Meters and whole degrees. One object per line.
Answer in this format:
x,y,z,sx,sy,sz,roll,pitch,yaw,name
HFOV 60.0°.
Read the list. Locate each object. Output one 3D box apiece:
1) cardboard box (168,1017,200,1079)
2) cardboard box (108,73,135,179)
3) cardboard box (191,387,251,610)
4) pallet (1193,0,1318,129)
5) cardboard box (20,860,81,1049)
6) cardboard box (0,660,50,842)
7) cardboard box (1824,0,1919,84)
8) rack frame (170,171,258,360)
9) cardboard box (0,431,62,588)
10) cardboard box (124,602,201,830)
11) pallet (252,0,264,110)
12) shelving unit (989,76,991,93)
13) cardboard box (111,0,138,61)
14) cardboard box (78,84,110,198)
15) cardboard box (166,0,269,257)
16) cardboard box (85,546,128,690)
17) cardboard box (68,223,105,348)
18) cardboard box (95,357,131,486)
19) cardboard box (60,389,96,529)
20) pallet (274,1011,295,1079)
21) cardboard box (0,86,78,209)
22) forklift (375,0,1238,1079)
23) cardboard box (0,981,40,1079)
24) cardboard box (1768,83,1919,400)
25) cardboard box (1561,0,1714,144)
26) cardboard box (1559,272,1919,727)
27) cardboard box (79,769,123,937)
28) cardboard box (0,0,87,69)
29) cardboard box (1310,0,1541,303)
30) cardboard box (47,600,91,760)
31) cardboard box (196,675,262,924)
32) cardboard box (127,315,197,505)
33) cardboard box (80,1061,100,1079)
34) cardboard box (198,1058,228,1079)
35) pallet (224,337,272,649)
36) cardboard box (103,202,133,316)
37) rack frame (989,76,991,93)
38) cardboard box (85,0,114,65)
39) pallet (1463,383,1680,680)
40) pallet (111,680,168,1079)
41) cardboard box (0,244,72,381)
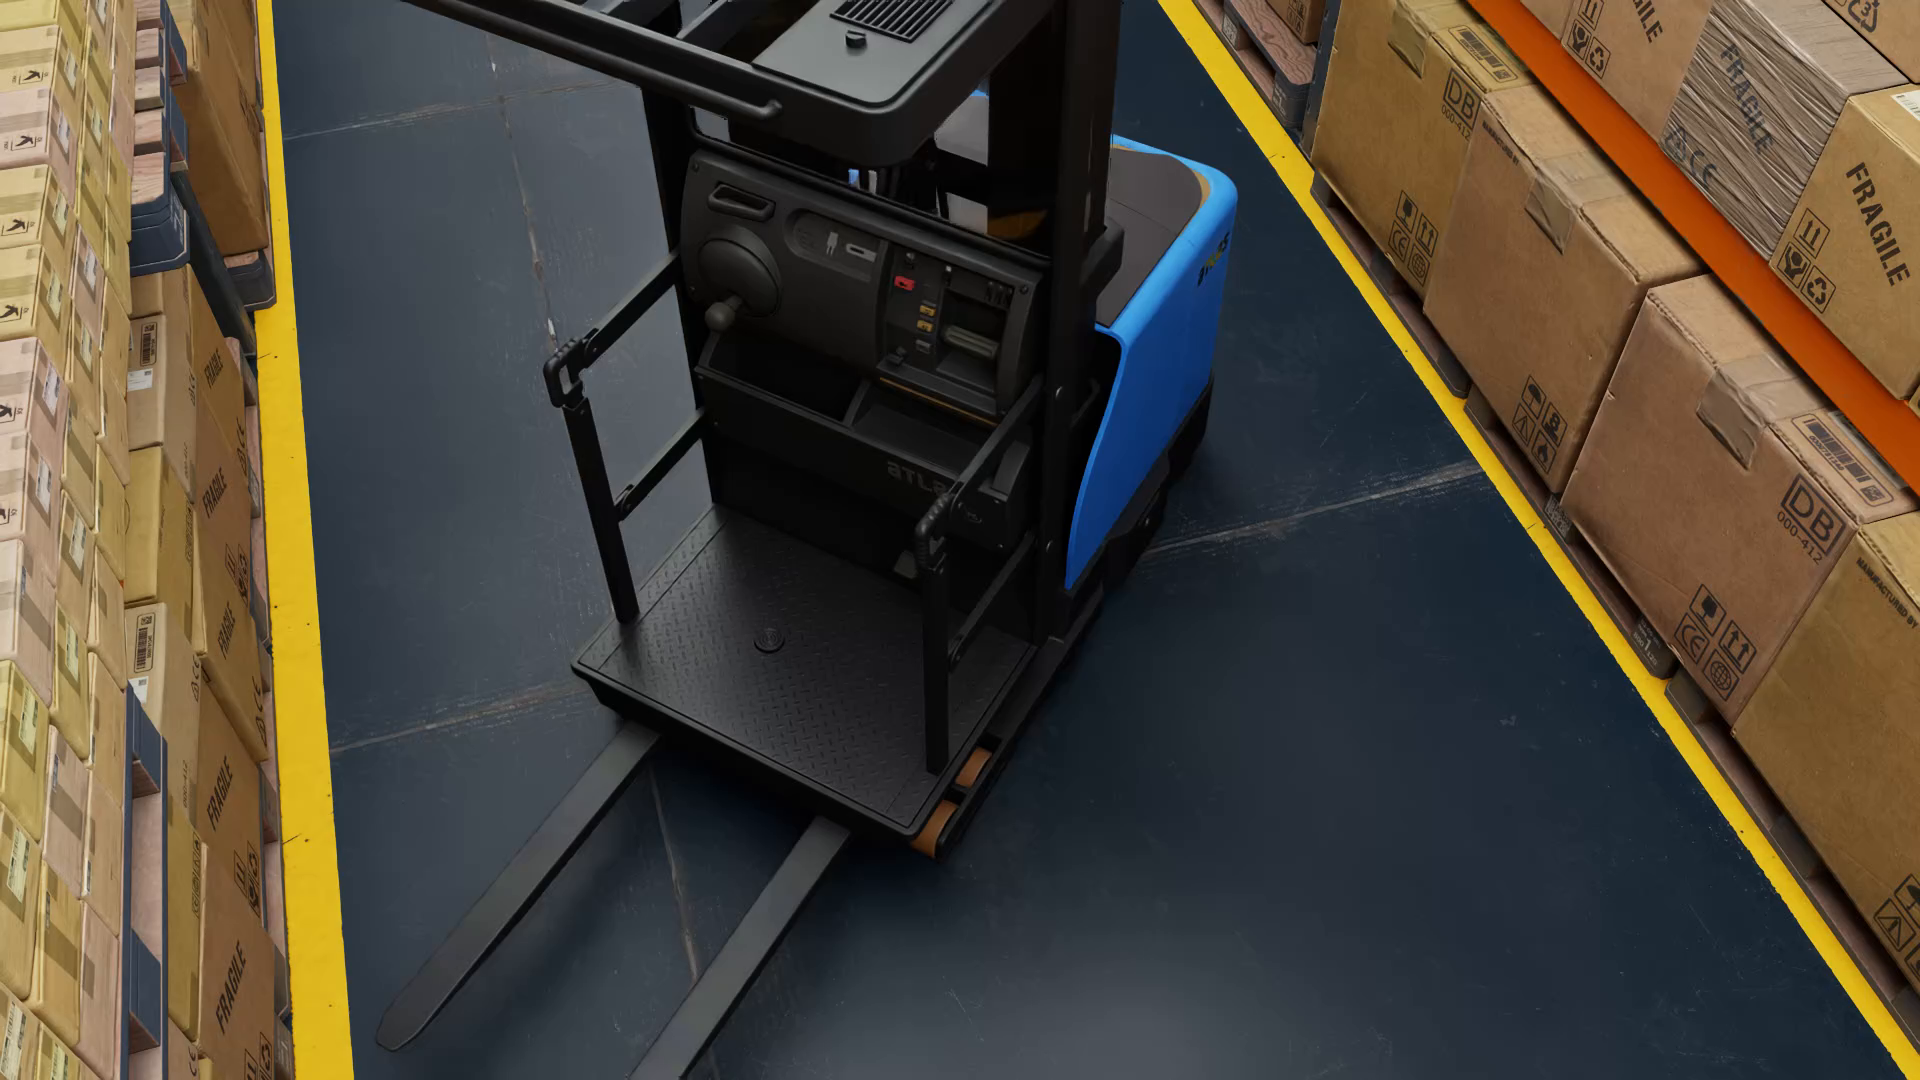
-1.724,1.216,3.133,0.500,0.250,0.500,-15,52,-13,cardboard box
-2.207,-0.964,3.990,0.380,0.149,0.250,-13,51,-10,cardboard box
-2.346,-0.063,4.702,0.500,0.500,0.500,-11,51,-10,cardboard box
1.598,-2.255,7.013,1.003,0.211,1.213,-13,51,-11,pallet
-1.513,0.656,2.430,0.380,0.149,0.250,-14,51,-12,cardboard box
-1.596,0.359,2.486,0.380,0.149,0.250,-13,51,-11,cardboard box
2.423,-1.436,3.777,0.797,0.503,0.637,-12,51,-10,cardboard box
-2.940,-1.535,4.582,1.000,3.000,0.127,-13,51,-11,rack frame
-1.744,-0.011,2.798,0.380,0.149,0.250,-14,51,-11,cardboard box
-2.030,0.454,3.775,0.500,0.250,0.500,-12,51,-10,cardboard box
-3.459,-2.119,6.898,1.003,0.211,1.213,-13,51,-11,pallet
-0.024,-1.122,5.607,0.210,0.900,0.258,9,50,7,shelving unit
-2.355,-1.333,4.302,0.380,0.149,0.250,-13,51,-10,cardboard box
-2.125,-0.858,3.707,0.380,0.149,0.250,-13,51,-11,cardboard box
-3.034,-1.410,5.674,1.050,0.750,0.750,-14,51,-11,cardboard box
-1.741,0.186,3.021,0.380,0.149,0.250,-15,52,-13,cardboard box
-1.976,-0.486,3.393,0.380,0.149,0.250,-12,51,-10,cardboard box
-1.897,-0.197,3.344,0.380,0.149,0.250,-15,52,-13,cardboard box
-1.827,-0.113,3.078,0.380,0.149,0.250,-14,51,-12,cardboard box
-1.989,1.717,3.664,1.003,0.211,1.213,-13,51,-11,pallet
-2.060,-0.780,3.446,0.380,0.149,0.250,-13,51,-11,cardboard box
-0.357,-0.491,3.747,1.130,2.935,3.031,23,54,19,forklift
-1.435,0.749,2.158,0.380,0.149,0.250,-11,51,-9,cardboard box
2.311,-0.716,3.827,0.500,0.500,0.500,-14,51,-11,cardboard box
2.021,-1.449,4.444,0.500,0.500,0.500,-14,51,-12,cardboard box
2.537,-0.227,4.595,1.225,0.875,0.875,-15,51,-12,cardboard box
-1.592,0.556,2.709,0.380,0.149,0.250,-13,51,-11,cardboard box
-2.208,-1.152,3.759,0.380,0.149,0.250,-12,51,-10,cardboard box
2.012,-1.524,5.688,1.225,0.875,0.875,-15,52,-13,cardboard box
-1.667,0.277,2.749,0.380,0.149,0.250,-15,52,-13,cardboard box
-2.048,0.692,4.065,0.500,0.500,0.500,-13,51,-10,cardboard box
-2.328,-0.300,4.411,0.500,0.250,0.500,-13,51,-10,cardboard box
-1.435,0.940,2.385,0.380,0.149,0.250,-16,52,-13,cardboard box
-1.723,1.457,3.420,0.500,0.500,0.500,-12,51,-10,cardboard box
-2.711,-0.065,5.167,1.003,0.211,1.213,-13,51,-11,pallet
-2.056,-0.584,3.670,0.380,0.149,0.250,-15,52,-13,cardboard box
0.075,-1.106,5.594,0.006,0.900,0.240,9,50,7,rack frame
-2.279,-1.233,4.022,0.380,0.149,0.250,-12,51,-10,cardboard box
2.346,-0.202,5.282,1.003,0.211,1.213,-13,51,-11,pallet
-1.844,0.857,2.691,1.003,0.211,1.213,-13,51,-11,pallet
-1.901,-0.392,3.119,0.380,0.149,0.250,-12,51,-10,cardboard box
